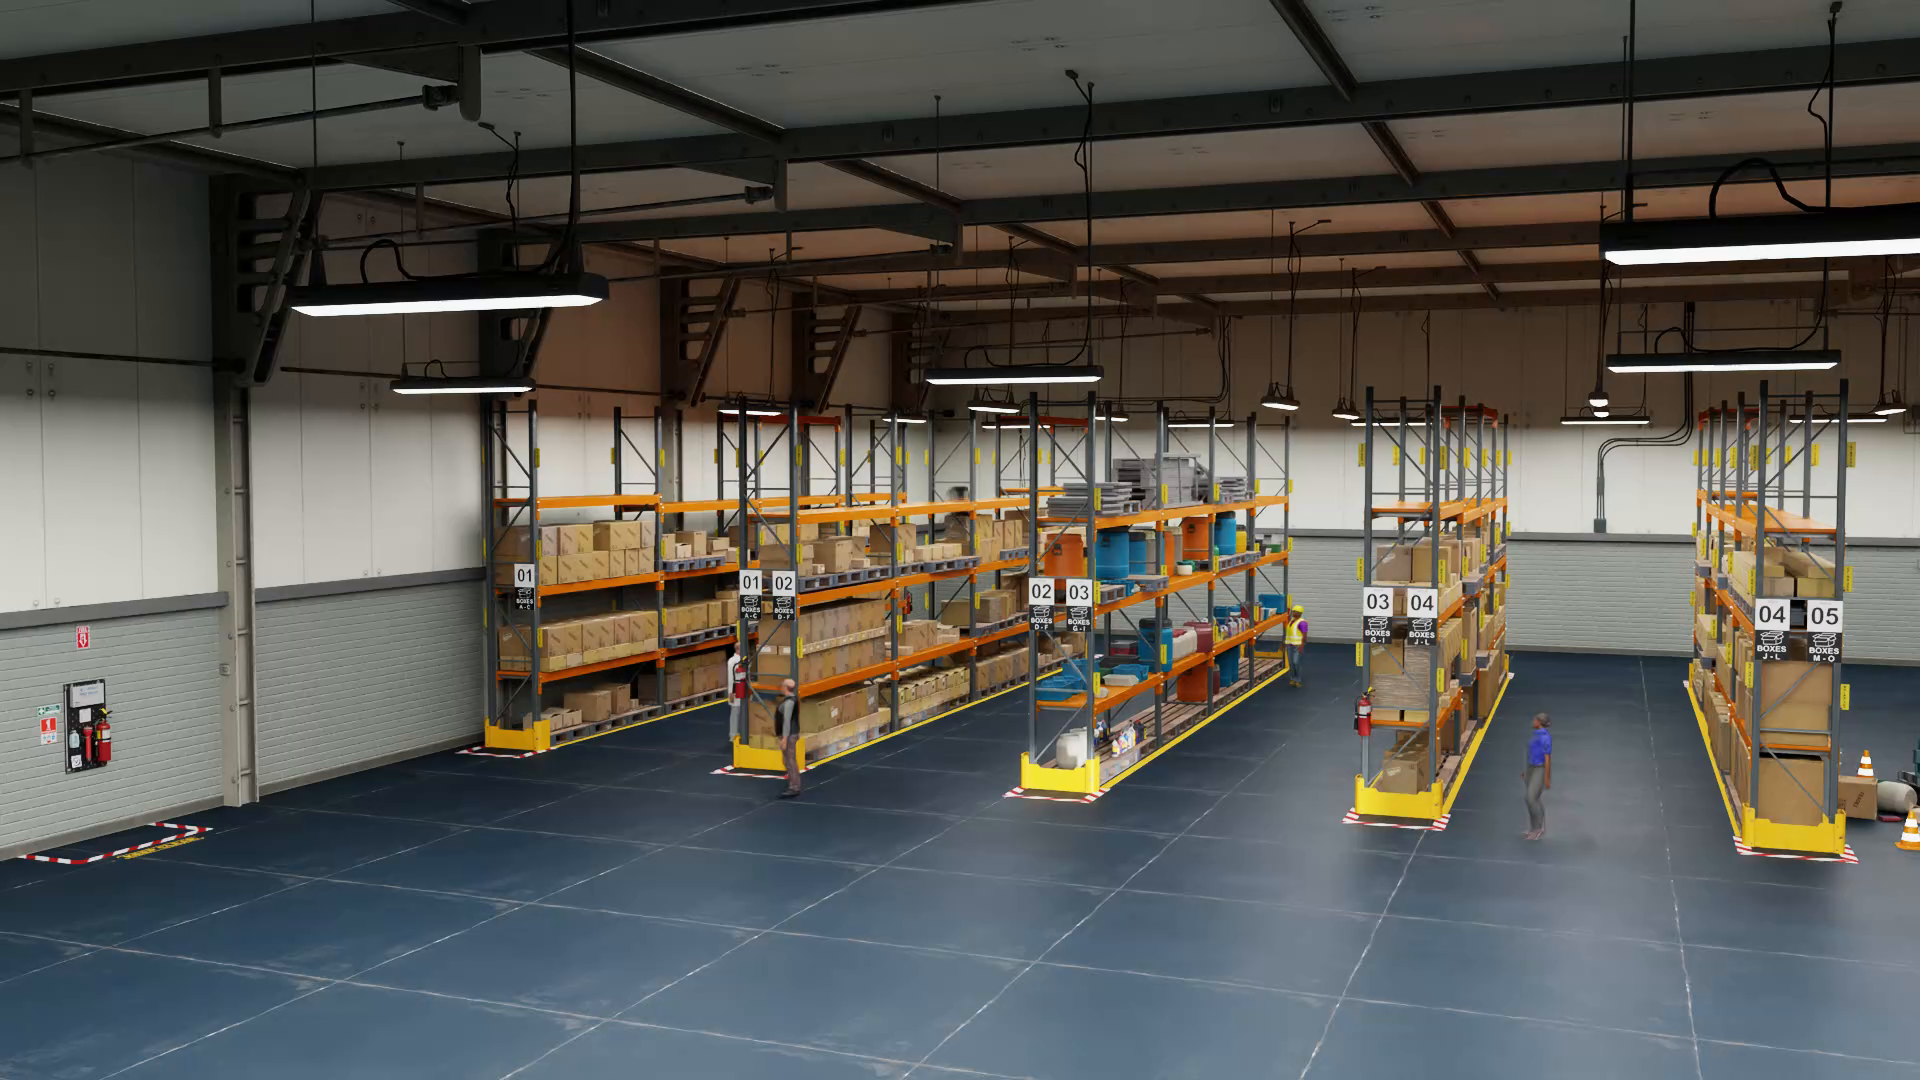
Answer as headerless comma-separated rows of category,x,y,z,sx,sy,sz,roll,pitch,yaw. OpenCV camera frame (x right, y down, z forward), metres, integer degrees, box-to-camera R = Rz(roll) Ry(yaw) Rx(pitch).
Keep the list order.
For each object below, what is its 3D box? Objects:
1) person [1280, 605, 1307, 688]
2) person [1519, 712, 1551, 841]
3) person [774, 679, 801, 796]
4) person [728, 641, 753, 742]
person,7.355,2.350,36.546,0.635,1.832,0.498,3,4,43
person,7.559,3.115,21.880,0.464,1.715,0.524,-1,3,-19
person,-2.553,2.932,24.658,0.394,1.757,0.645,0,3,-2
person,-3.830,2.691,29.169,0.505,1.771,0.631,1,3,27
